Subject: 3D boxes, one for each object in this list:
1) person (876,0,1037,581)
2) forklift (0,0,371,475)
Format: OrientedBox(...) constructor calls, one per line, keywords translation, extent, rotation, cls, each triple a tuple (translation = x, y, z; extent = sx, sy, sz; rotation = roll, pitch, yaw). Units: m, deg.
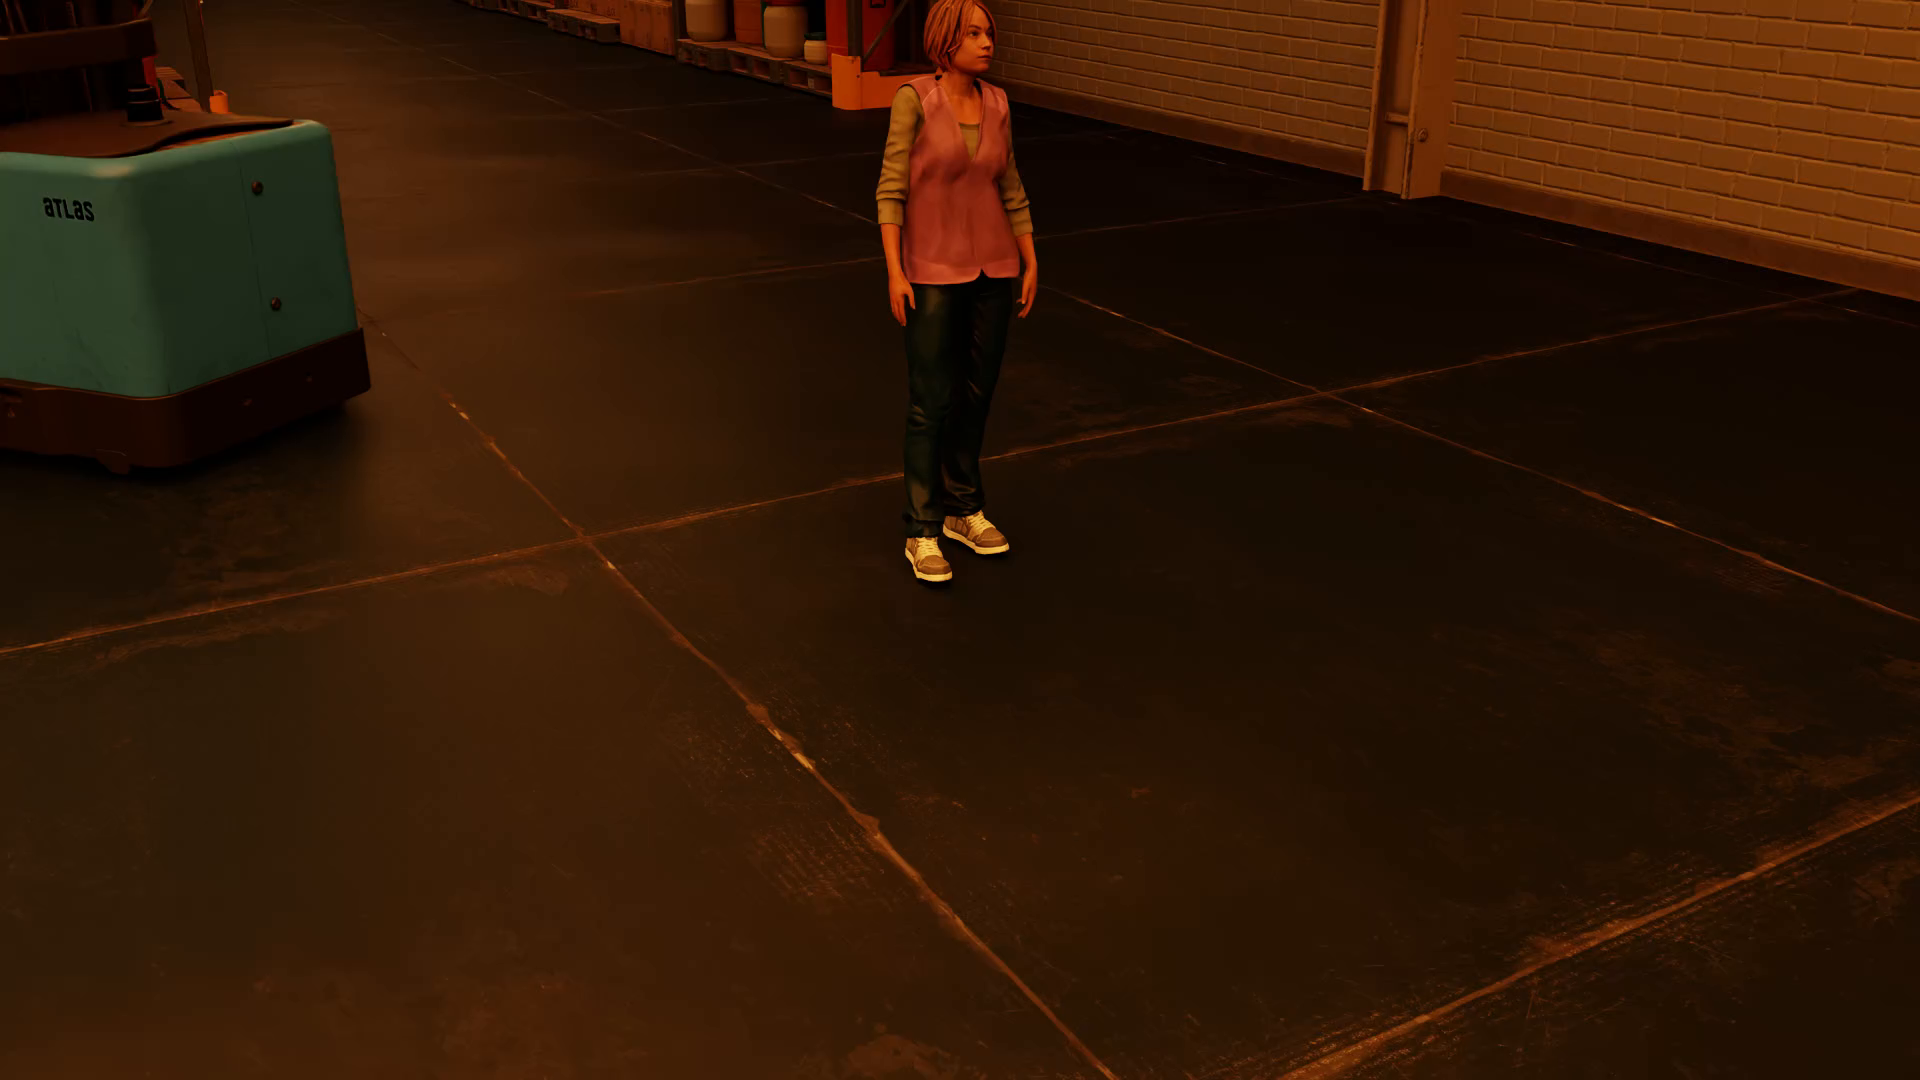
OrientedBox(translation=(0.026, -0.718, 4.763), extent=(0.521, 1.599, 0.473), rotation=(-12, 25, -28), cls="person")
OrientedBox(translation=(-3.820, -1.916, 5.943), extent=(3.031, 2.935, 1.130), rotation=(9, 24, 20), cls="forklift")
